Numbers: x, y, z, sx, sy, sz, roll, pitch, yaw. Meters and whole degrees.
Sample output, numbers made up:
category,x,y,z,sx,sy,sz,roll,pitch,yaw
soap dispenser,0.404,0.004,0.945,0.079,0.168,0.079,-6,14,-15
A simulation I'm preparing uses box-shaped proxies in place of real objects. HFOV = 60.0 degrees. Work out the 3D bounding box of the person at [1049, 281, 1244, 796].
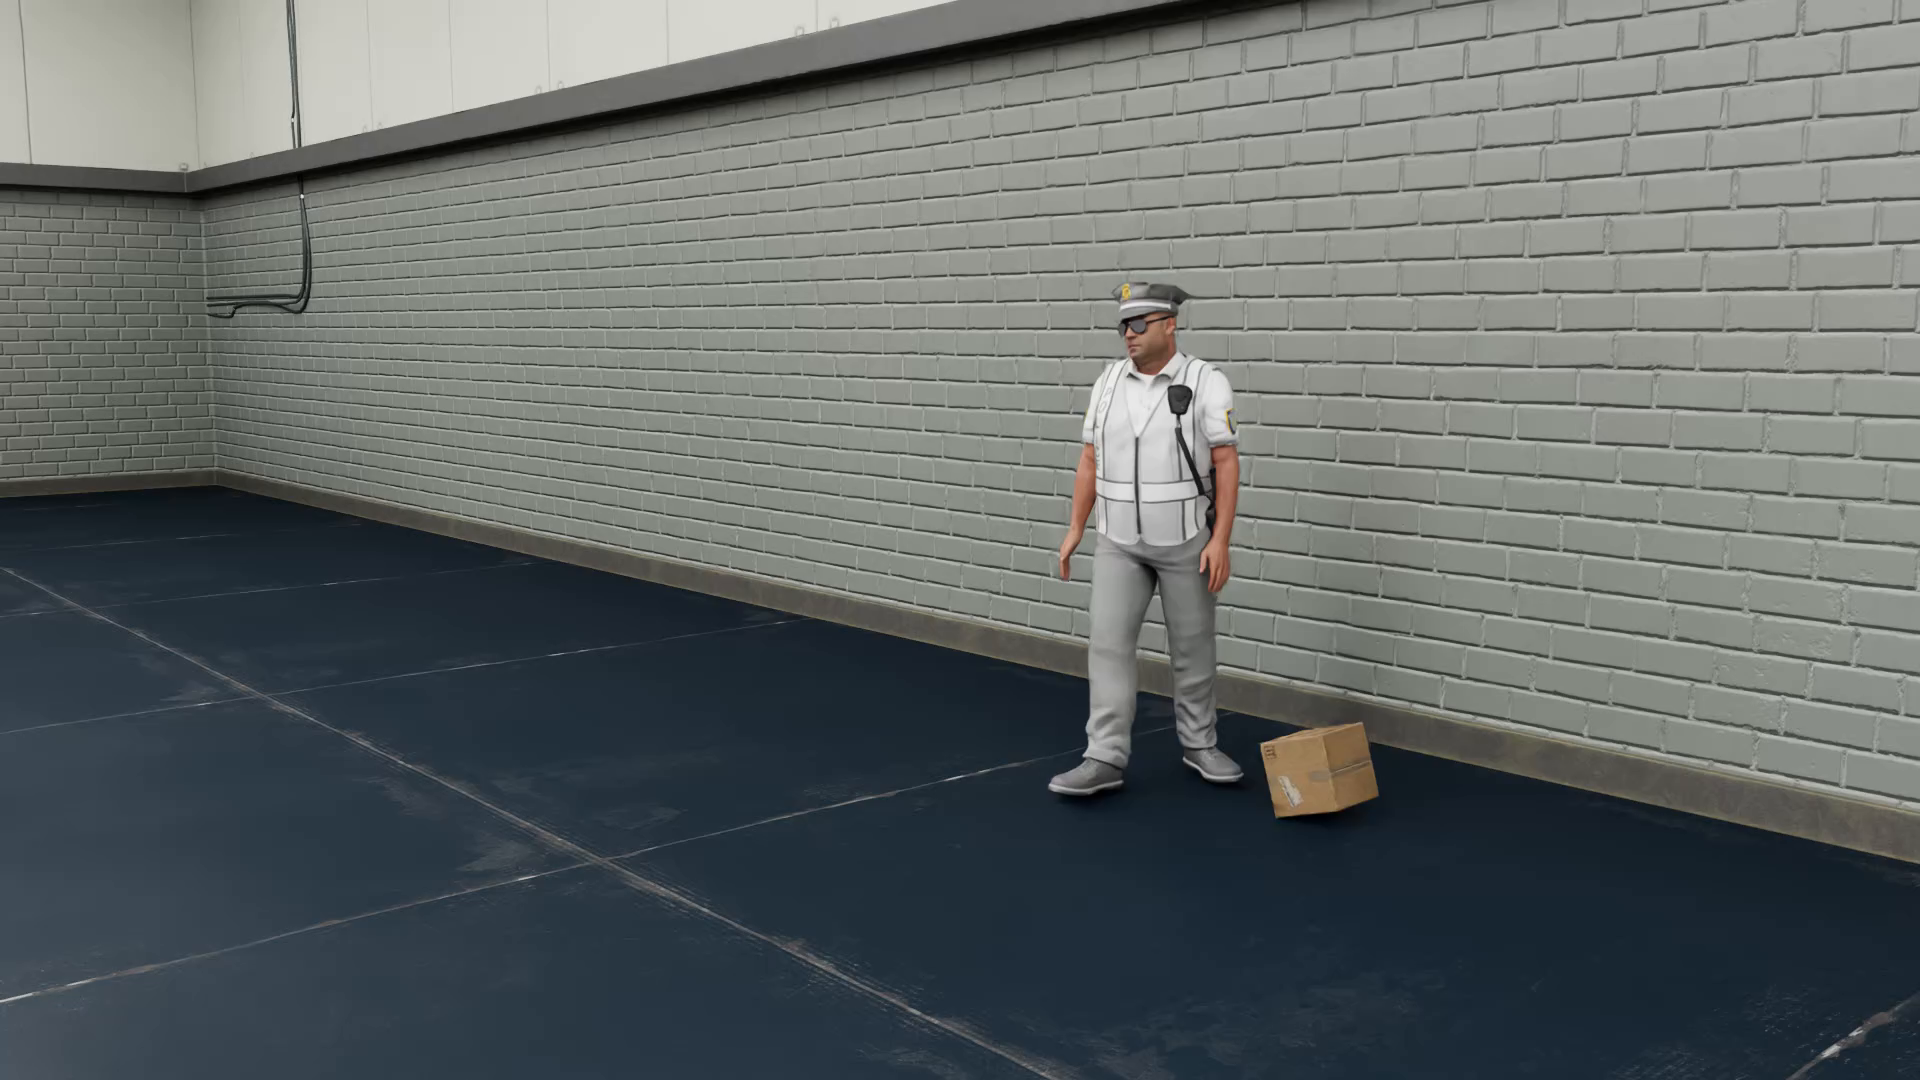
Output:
category,x,y,z,sx,sy,sz,roll,pitch,yaw
person,0.640,-0.007,5.717,0.658,1.745,0.642,3,8,24
